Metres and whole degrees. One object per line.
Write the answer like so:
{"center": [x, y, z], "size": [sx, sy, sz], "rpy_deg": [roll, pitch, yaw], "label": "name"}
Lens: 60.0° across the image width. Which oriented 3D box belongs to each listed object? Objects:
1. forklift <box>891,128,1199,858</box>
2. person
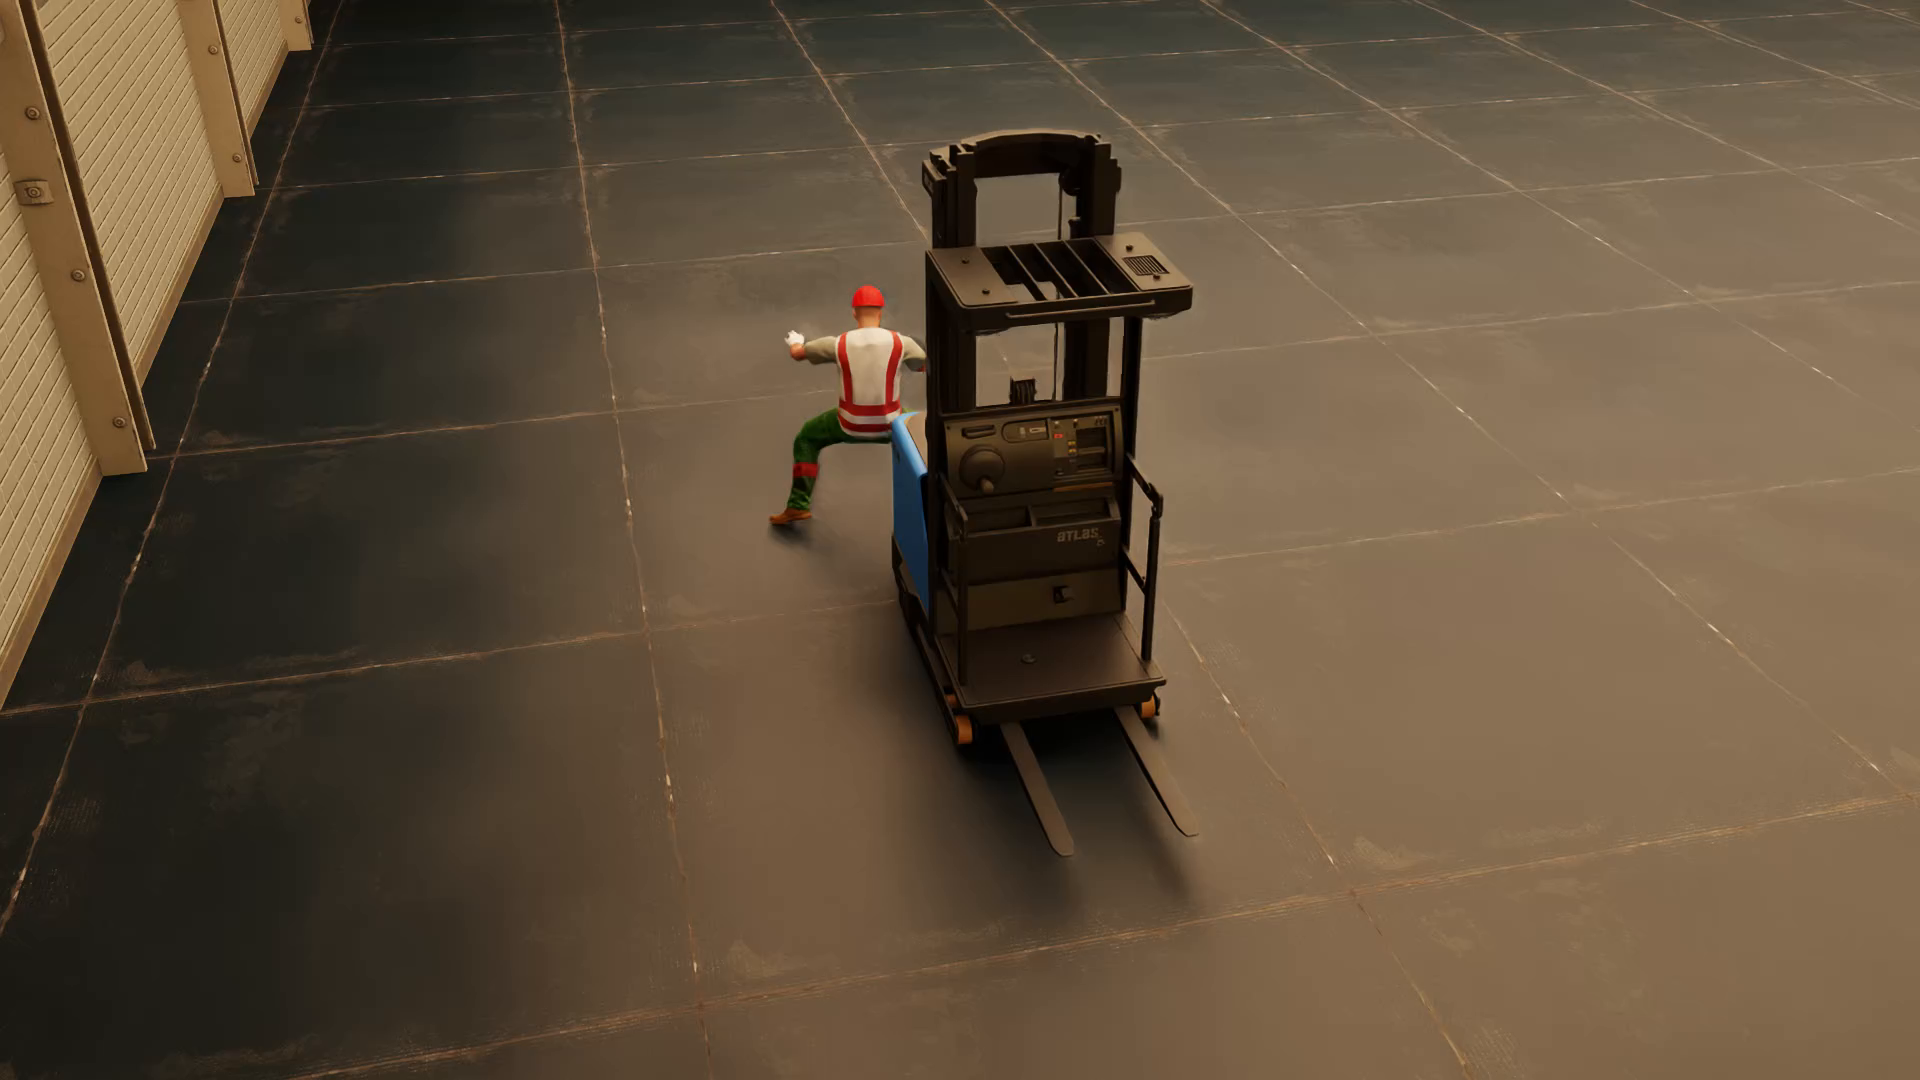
{"center": [0.431, -0.411, 8.284], "size": [1.130, 2.935, 3.031], "rpy_deg": [-7, 31, -12], "label": "forklift"}
{"center": [-0.607, -0.901, 10.508], "size": [1.266, 1.540, 0.729], "rpy_deg": [-2, 30, -4], "label": "person"}
